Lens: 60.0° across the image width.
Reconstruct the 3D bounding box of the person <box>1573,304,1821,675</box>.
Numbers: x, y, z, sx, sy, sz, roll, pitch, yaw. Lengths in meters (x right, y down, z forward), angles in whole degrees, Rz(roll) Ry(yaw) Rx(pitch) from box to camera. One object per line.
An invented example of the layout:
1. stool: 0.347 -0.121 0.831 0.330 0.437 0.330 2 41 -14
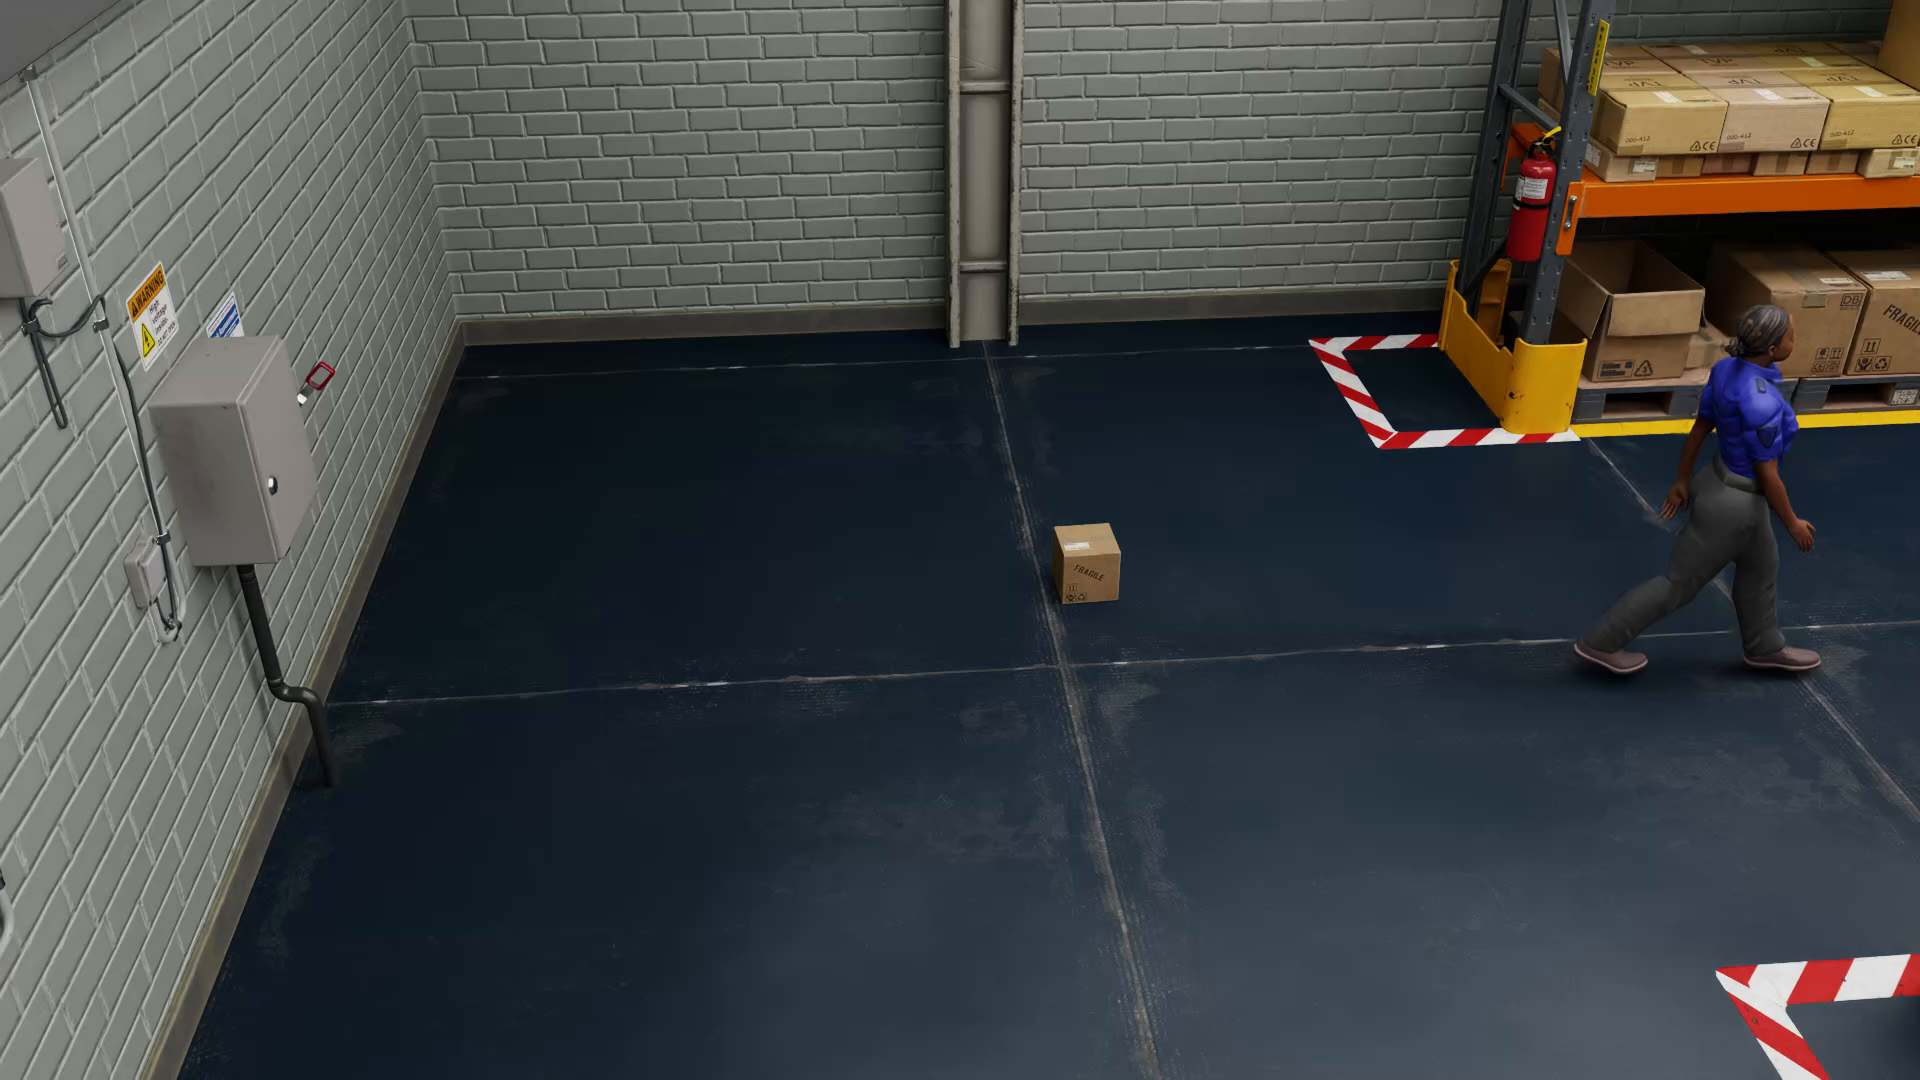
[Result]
1. person: 3.001 -0.152 6.380 0.991 1.593 0.442 6 32 10
